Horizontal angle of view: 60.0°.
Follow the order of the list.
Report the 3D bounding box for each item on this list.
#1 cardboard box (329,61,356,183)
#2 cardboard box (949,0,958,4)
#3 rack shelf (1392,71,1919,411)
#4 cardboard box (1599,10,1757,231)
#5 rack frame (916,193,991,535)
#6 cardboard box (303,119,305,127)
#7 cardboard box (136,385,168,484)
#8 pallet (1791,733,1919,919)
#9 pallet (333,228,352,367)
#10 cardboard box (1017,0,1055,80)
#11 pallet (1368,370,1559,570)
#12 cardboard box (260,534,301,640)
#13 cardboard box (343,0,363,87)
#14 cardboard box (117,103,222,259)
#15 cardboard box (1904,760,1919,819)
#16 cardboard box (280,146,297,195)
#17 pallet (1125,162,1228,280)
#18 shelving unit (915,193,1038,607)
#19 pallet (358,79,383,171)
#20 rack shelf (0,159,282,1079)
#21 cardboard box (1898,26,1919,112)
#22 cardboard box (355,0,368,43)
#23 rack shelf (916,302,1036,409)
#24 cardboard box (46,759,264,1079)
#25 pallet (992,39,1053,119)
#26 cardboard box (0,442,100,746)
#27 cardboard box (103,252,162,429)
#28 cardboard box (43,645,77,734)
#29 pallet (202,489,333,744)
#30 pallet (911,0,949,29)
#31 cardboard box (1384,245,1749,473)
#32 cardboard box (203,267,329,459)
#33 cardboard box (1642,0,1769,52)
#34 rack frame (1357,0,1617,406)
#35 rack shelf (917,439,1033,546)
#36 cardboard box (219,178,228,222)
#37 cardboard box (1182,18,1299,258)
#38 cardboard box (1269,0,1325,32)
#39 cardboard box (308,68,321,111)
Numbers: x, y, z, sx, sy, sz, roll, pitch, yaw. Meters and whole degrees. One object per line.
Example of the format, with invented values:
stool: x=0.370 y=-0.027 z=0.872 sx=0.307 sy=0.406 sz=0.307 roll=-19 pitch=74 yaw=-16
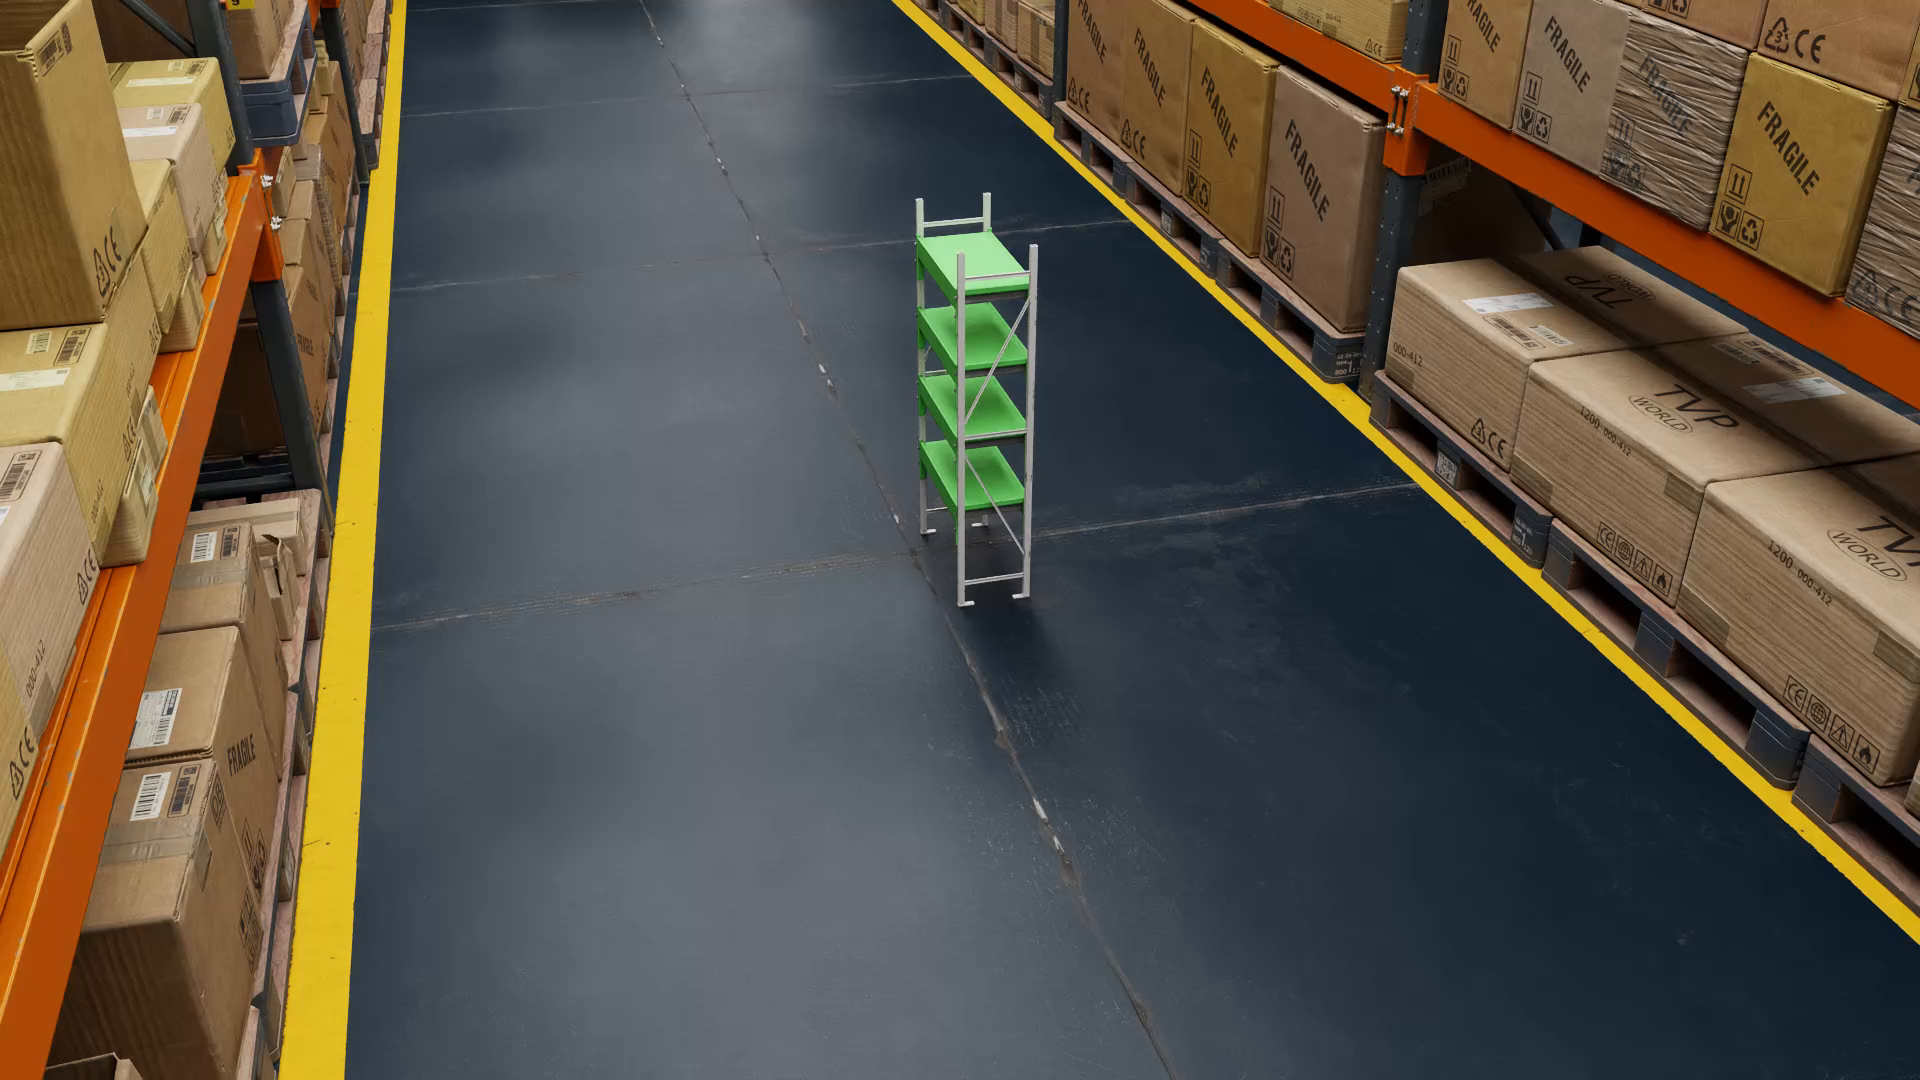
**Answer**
cardboard box: x=-3.411 y=-2.124 z=8.501 sx=0.500 sy=0.500 sz=0.500 roll=-7 pitch=31 yaw=-12
cardboard box: x=0.328 y=-4.238 z=12.282 sx=0.950 sy=0.372 sz=0.625 roll=-6 pitch=31 yaw=-10
rack shelf: x=2.646 y=-0.652 z=4.601 sx=1.077 sy=0.370 sz=4.000 roll=-8 pitch=31 yaw=-13
cardboard box: x=2.243 y=-1.227 z=4.775 sx=0.500 sy=0.500 sz=0.500 roll=-8 pitch=31 yaw=-13
rack frame: x=-0.021 y=-0.557 z=5.515 sx=0.240 sy=1.200 sz=0.015 roll=-8 pitch=31 yaw=-13
cardboard box: x=-3.133 y=-1.861 z=7.399 sx=0.380 sy=0.149 sz=0.250 roll=-8 pitch=31 yaw=-14
cardboard box: x=-1.814 y=-0.176 z=3.310 sx=0.380 sy=0.149 sz=0.250 roll=-7 pitch=31 yaw=-12
pallet: x=2.890 y=0.833 z=4.100 sx=1.003 sy=0.211 sz=1.213 roll=-8 pitch=31 yaw=-13
pallet: x=-3.249 y=-1.039 z=7.335 sx=1.003 sy=0.211 sz=1.213 roll=-8 pitch=31 yaw=-13
cardboard box: x=0.913 y=-3.180 z=10.454 sx=0.950 sy=0.372 sz=0.625 roll=-10 pitch=32 yaw=-17
pallet: x=2.242 y=-0.345 z=6.136 sx=1.003 sy=0.211 sz=1.213 roll=-8 pitch=31 yaw=-13
cardboard box: x=-2.143 y=0.136 z=4.831 sx=0.396 sy=0.266 sz=0.258 roll=-7 pitch=31 yaw=-11
cardboard box: x=-4.064 y=-2.971 z=9.841 sx=0.875 sy=0.625 sz=0.625 roll=-7 pitch=31 yaw=-12
cardboard box: x=-2.152 y=-0.878 z=4.126 sx=0.500 sy=0.250 sz=0.500 roll=-8 pitch=31 yaw=-13
cardboard box: x=2.906 y=0.624 z=3.816 sx=0.875 sy=0.438 sz=0.875 roll=-9 pitch=31 yaw=-15
cardboard box: x=-2.915 y=-1.479 z=6.740 sx=0.380 sy=0.149 sz=0.250 roll=-7 pitch=31 yaw=-11
pallet: x=1.511 y=-1.676 z=8.435 sx=1.003 sy=0.211 sz=1.213 roll=-8 pitch=31 yaw=-13
shelving unit: x=0.044 y=-0.439 z=5.311 sx=0.258 sy=1.200 sz=0.503 roll=-8 pitch=31 yaw=-13
pallet: x=-3.912 y=-2.396 z=9.678 sx=1.003 sy=0.211 sz=1.213 roll=-8 pitch=31 yaw=-13
rack shelf: x=-2.138 y=0.009 z=3.458 sx=1.077 sy=0.370 sz=4.000 roll=-8 pitch=31 yaw=-13
cardboard box: x=2.525 y=-1.163 z=3.667 sx=0.500 sy=0.500 sz=0.500 roll=-8 pitch=31 yaw=-14
cardboard box: x=-4.445 y=-3.659 z=11.029 sx=0.875 sy=0.625 sz=0.625 roll=-8 pitch=31 yaw=-14
rack shelf: x=0.044 y=-0.592 z=5.223 sx=0.258 sy=0.148 sz=0.480 roll=-8 pitch=31 yaw=-13
cardboard box: x=-1.868 y=0.838 z=3.384 sx=0.700 sy=0.500 sz=0.500 roll=-7 pitch=31 yaw=-11
pallet: x=0.848 y=-3.032 z=10.778 sx=1.003 sy=0.211 sz=1.213 roll=-8 pitch=31 yaw=-13
cardboard box: x=-1.602 y=0.102 z=2.433 sx=0.500 sy=0.250 sz=0.500 roll=-8 pitch=31 yaw=-13
cardboard box: x=-1.896 y=-0.387 z=3.277 sx=0.500 sy=0.250 sz=0.500 roll=-9 pitch=31 yaw=-15
cardboard box: x=-1.654 y=0.208 z=2.647 sx=0.380 sy=0.149 sz=0.250 roll=-7 pitch=31 yaw=-12
pallet: x=-2.488 y=0.271 z=5.072 sx=1.003 sy=0.211 sz=1.213 roll=-8 pitch=31 yaw=-13
pallet: x=0.200 y=-4.211 z=12.814 sx=1.003 sy=0.211 sz=1.213 roll=-8 pitch=31 yaw=-13
cardboard box: x=2.179 y=-0.685 z=6.078 sx=0.875 sy=0.438 sz=0.875 roll=-8 pitch=31 yaw=-14
cardboard box: x=-2.581 y=-0.631 z=5.923 sx=0.500 sy=0.500 sz=0.500 roll=-7 pitch=31 yaw=-11
cardboard box: x=2.262 y=-1.650 z=4.508 sx=0.500 sy=0.500 sz=0.500 roll=-7 pitch=31 yaw=-12
rack frame: x=2.116 y=-1.930 z=6.090 sx=1.000 sy=3.000 sz=0.127 roll=-8 pitch=31 yaw=-13
rack shelf: x=0.044 y=-0.176 z=5.464 sx=0.258 sy=0.148 sz=0.480 roll=-8 pitch=31 yaw=-13
cardboard box: x=-2.251 y=-0.916 z=4.589 sx=0.380 sy=0.149 sz=0.250 roll=-7 pitch=31 yaw=-12
cardboard box: x=1.627 y=-1.916 z=7.768 sx=0.875 sy=0.875 sz=0.875 roll=-7 pitch=31 yaw=-12
cardboard box: x=1.619 y=-2.294 z=6.869 sx=0.500 sy=0.250 sz=0.500 roll=-8 pitch=31 yaw=-14
cardboard box: x=-3.226 y=-2.115 z=7.838 sx=0.380 sy=0.149 sz=0.250 roll=-9 pitch=31 yaw=-15
